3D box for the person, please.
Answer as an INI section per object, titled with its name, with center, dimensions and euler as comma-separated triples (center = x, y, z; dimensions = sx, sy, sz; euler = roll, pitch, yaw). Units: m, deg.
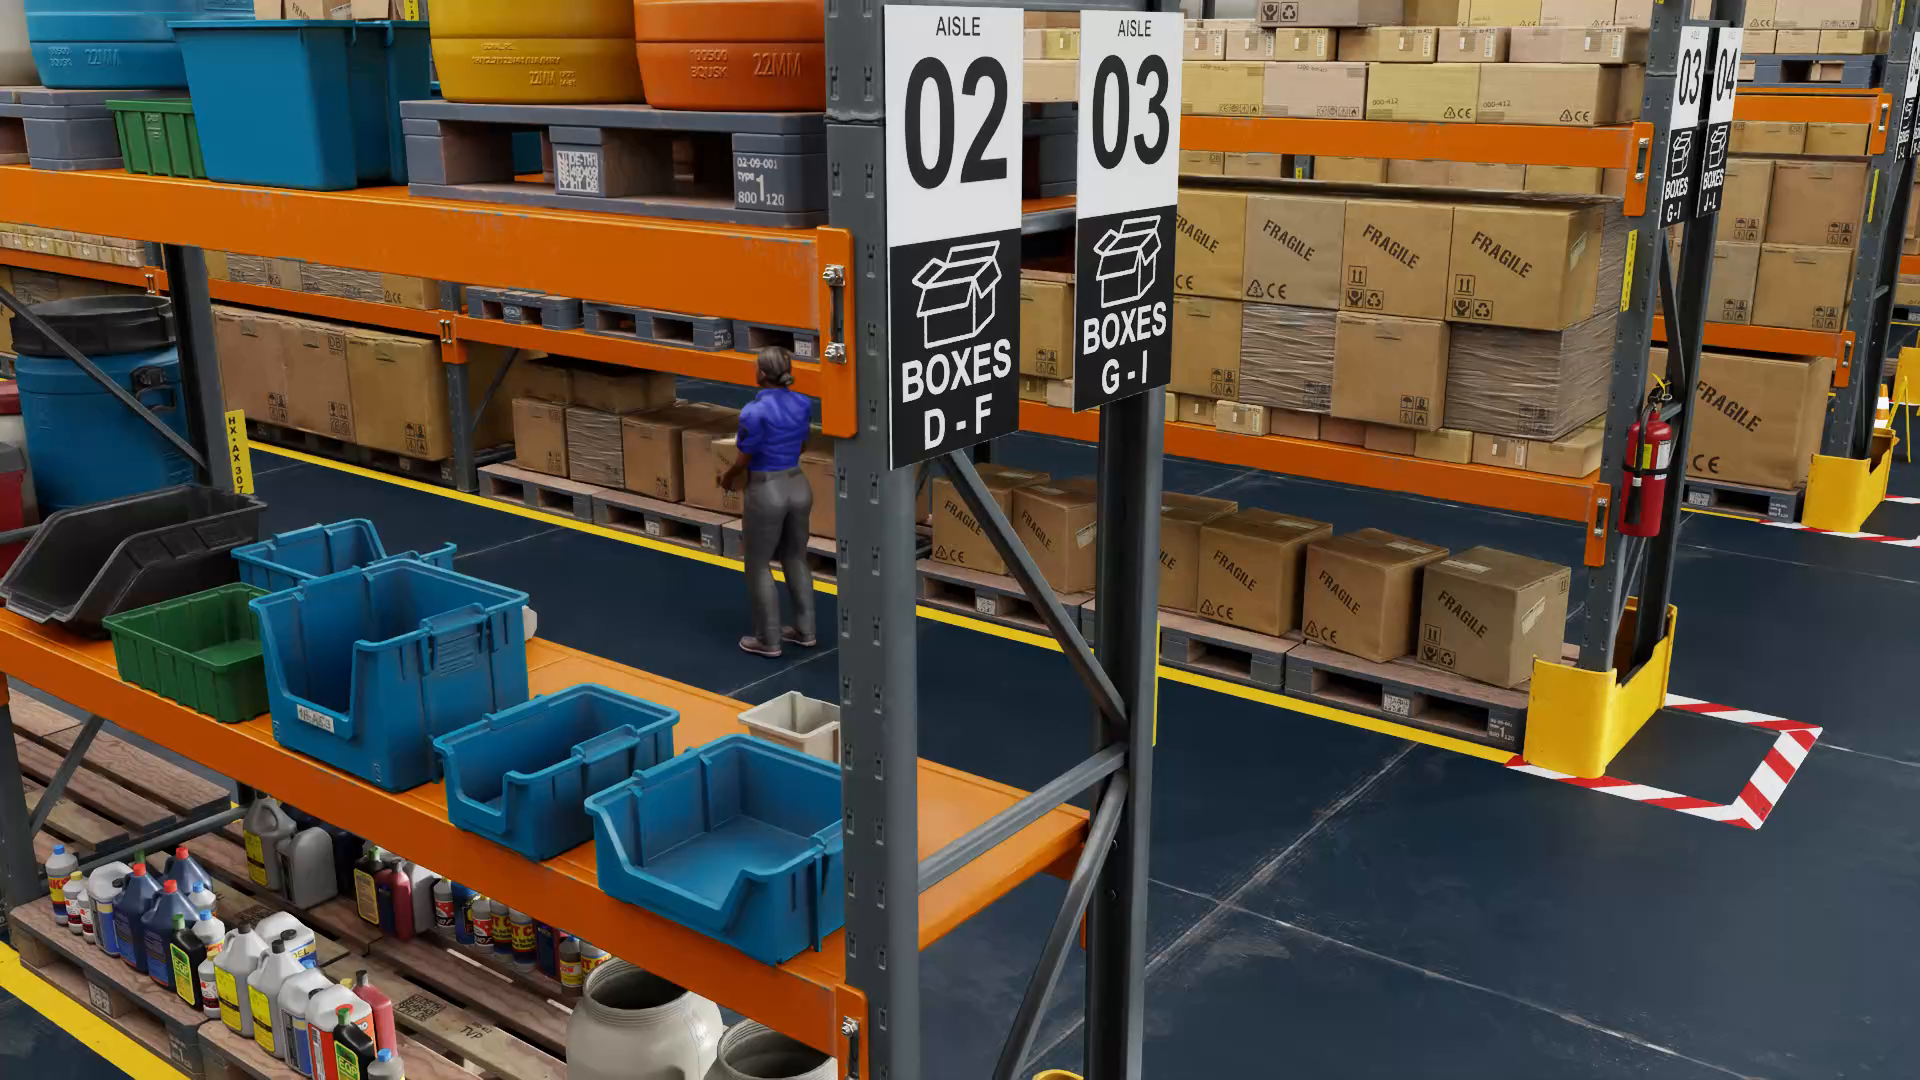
[person]
center = -1.027, -0.224, 8.797
dimensions = 0.460, 1.653, 0.500
euler = -15, 23, -42
